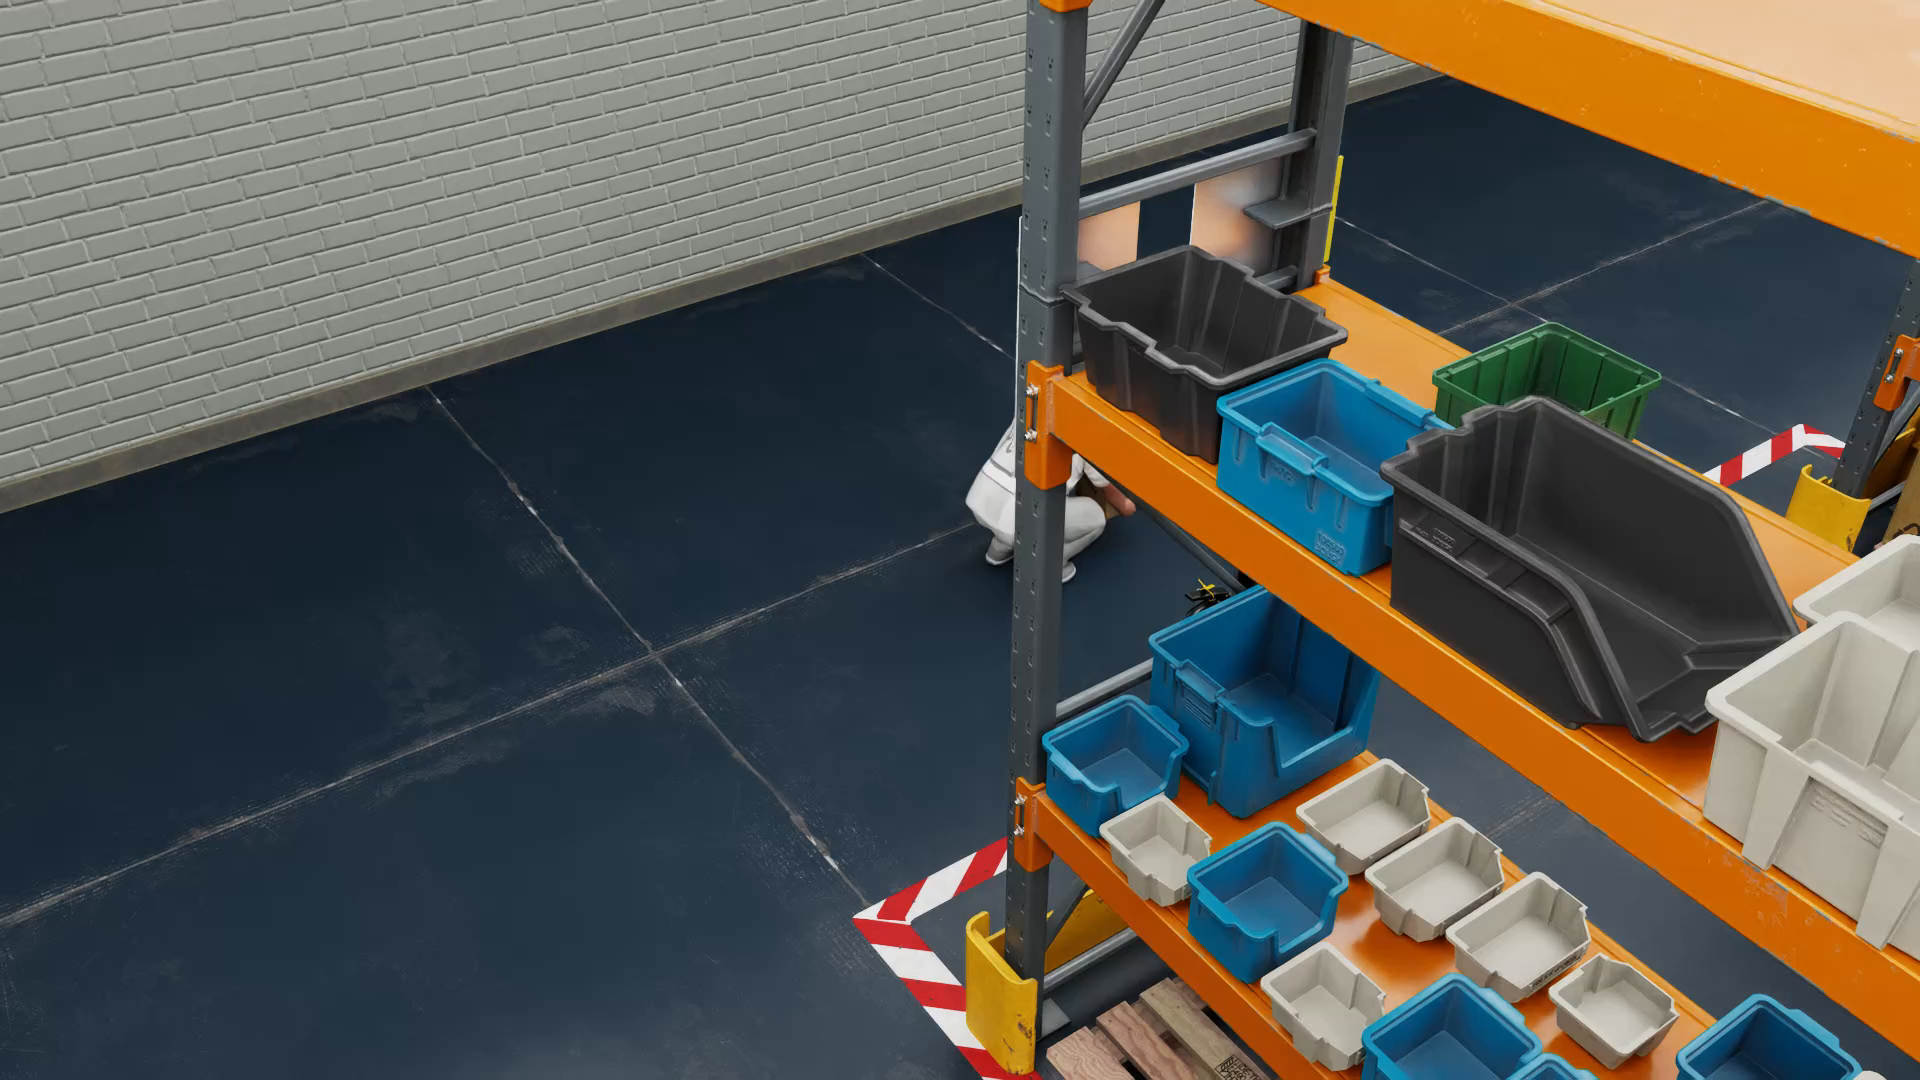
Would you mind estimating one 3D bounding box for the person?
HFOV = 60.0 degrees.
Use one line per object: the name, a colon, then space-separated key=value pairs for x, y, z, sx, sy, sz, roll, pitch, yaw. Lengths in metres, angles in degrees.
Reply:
person: x=0.452 y=-0.320 z=8.076 sx=0.906 sy=1.009 sz=0.558 roll=-22 pitch=42 yaw=-28
